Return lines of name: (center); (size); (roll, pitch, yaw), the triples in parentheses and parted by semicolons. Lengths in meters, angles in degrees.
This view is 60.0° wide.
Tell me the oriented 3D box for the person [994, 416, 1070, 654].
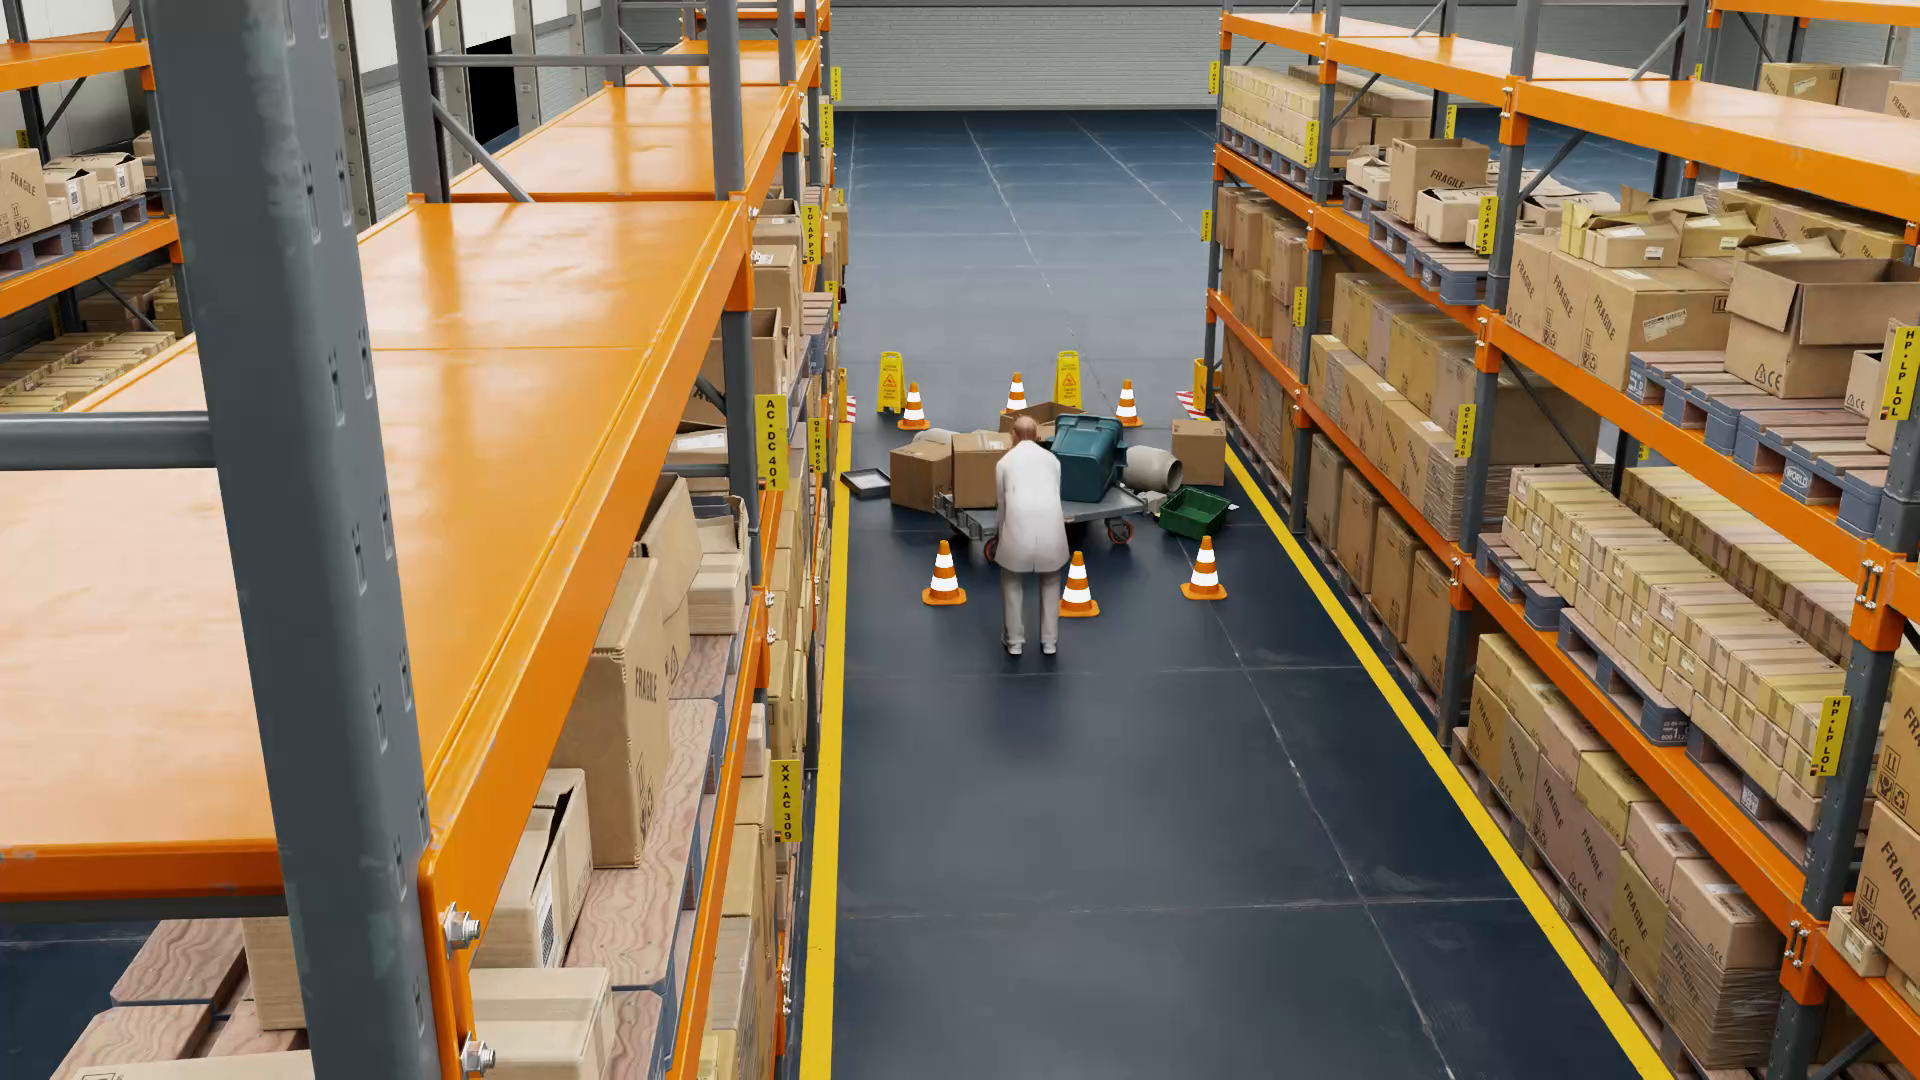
person: (0.503, -0.032, 11.914); (0.544, 1.627, 0.697); (-1, 20, -4)
